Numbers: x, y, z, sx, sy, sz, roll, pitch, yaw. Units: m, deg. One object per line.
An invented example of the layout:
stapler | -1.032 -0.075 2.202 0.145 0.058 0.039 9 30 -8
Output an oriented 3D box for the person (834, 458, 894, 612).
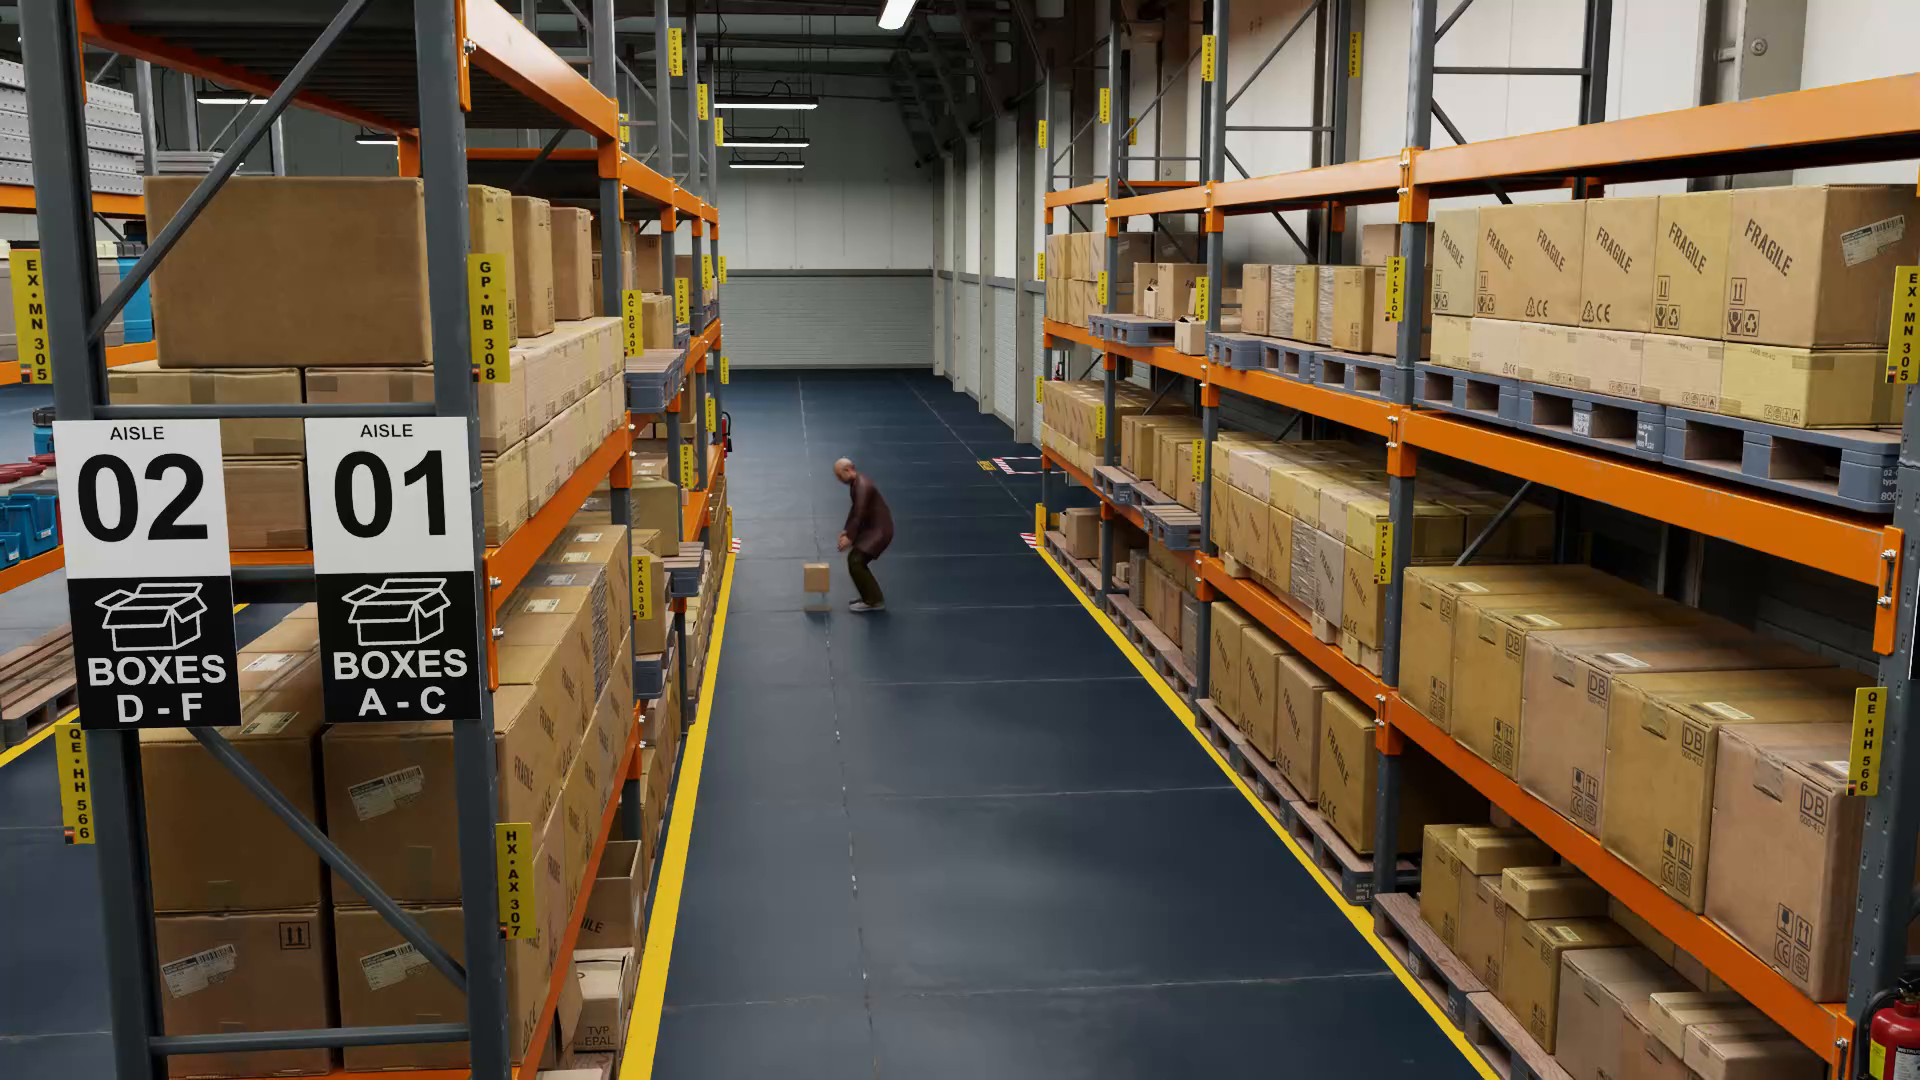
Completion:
person | -0.974 -0.061 16.959 0.612 1.558 0.625 -1 10 -6
